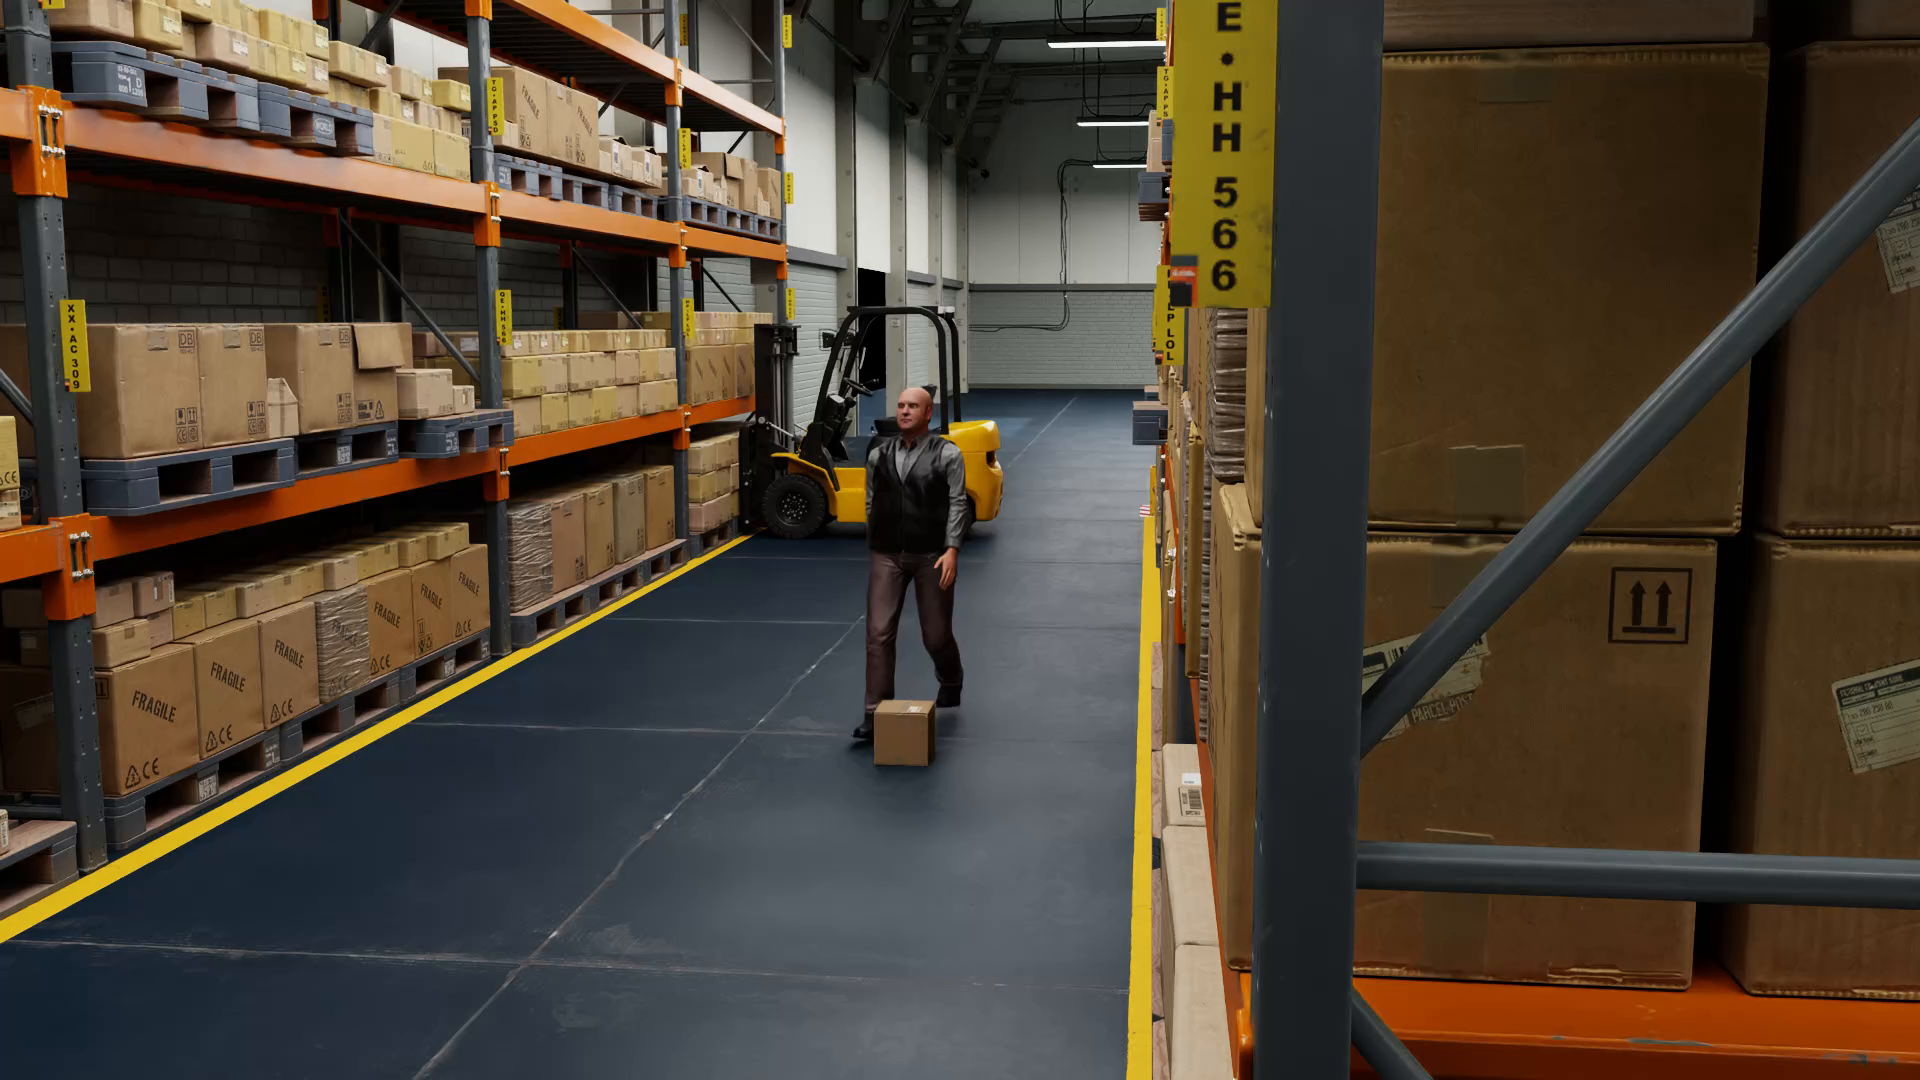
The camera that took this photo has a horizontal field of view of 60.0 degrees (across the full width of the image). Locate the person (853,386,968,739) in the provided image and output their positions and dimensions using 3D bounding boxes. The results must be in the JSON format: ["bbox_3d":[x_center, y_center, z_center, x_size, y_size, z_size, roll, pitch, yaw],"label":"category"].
[{"bbox_3d":[-0.240,0.099,8.180,0.541,1.693,0.851,2,8,12],"label":"person"}]
